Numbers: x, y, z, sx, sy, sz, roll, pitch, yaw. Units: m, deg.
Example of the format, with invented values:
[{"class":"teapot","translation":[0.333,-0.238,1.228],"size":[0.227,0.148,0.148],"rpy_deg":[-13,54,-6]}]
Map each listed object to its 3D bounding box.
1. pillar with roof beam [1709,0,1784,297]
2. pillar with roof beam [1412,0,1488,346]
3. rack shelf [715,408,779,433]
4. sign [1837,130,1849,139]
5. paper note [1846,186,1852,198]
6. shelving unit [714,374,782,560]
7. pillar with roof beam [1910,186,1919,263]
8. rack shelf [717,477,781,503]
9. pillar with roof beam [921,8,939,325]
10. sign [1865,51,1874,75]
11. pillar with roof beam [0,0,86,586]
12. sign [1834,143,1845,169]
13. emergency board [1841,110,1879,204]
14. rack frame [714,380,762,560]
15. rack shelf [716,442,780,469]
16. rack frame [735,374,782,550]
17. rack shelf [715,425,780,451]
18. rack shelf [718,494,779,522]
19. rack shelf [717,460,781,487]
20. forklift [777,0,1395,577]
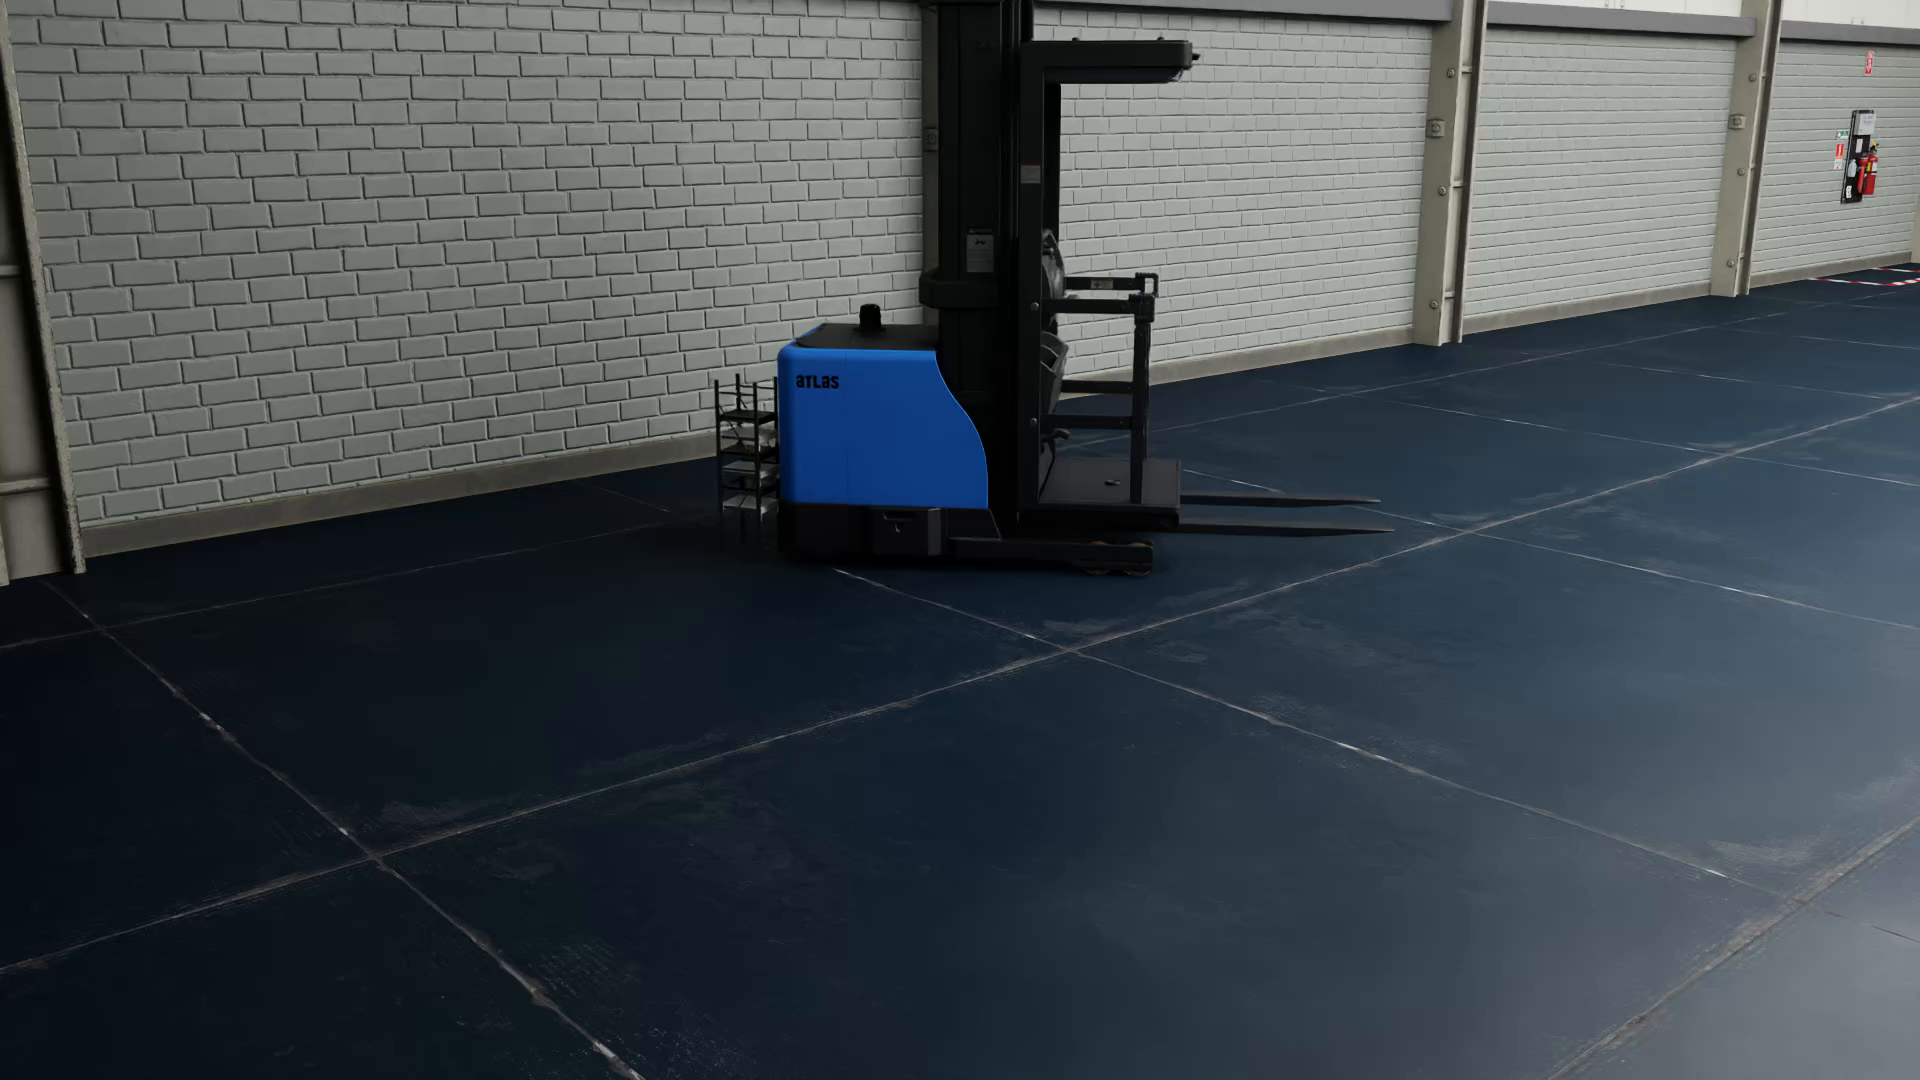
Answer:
[{"class":"pillar with roof beam","translation":[11.865,-6.399,15.269],"size":[0.400,9.000,9.100],"rpy_deg":[-13,19,-39]},{"class":"pillar with roof beam","translation":[7.338,-5.383,11.464],"size":[0.400,9.000,9.100],"rpy_deg":[-13,19,-39]},{"class":"rack shelf","translation":[-1.065,-0.599,8.331],"size":[0.258,0.077,0.200],"rpy_deg":[6,16,23]},{"class":"sign","translation":[11.200,-5.143,21.095],"size":[0.331,0.109,0.001],"rpy_deg":[-13,19,-39]},{"class":"paper note","translation":[11.497,-4.502,21.499],"size":[0.142,0.148,0.016],"rpy_deg":[-13,19,-39]},{"class":"shelving unit","translation":[-1.066,-0.371,8.392],"size":[0.258,0.900,0.210],"rpy_deg":[6,16,23]},{"class":"pillar with roof beam","translation":[16.391,-7.416,19.075],"size":[0.400,9.000,9.100],"rpy_deg":[-13,19,-39]},{"class":"rack shelf","translation":[-1.066,-0.251,8.424],"size":[0.258,0.077,0.200],"rpy_deg":[6,16,23]},{"class":"pillar with roof beam","translation":[2.812,-4.366,7.659],"size":[0.400,9.000,9.100],"rpy_deg":[-13,19,-39]},{"class":"sign","translation":[11.604,-6.082,21.215],"size":[0.199,0.298,0.001],"rpy_deg":[-13,19,-39]},{"class":"pillar with roof beam","translation":[-1.714,-3.350,3.854],"size":[0.400,9.000,9.100],"rpy_deg":[-13,19,-39]},{"class":"sign","translation":[11.191,-4.888,21.167],"size":[0.234,0.329,0.001],"rpy_deg":[-13,19,-39]},{"class":"emergency board","translation":[11.676,-4.944,21.447],"size":[0.643,1.169,0.194],"rpy_deg":[-13,19,-39]},{"class":"rack frame","translation":[-1.106,-0.346,8.302],"size":[0.240,0.900,0.006],"rpy_deg":[6,16,23]},{"class":"rack shelf","translation":[-1.066,-0.425,8.378],"size":[0.258,0.077,0.200],"rpy_deg":[6,16,23]},{"class":"rack frame","translation":[-1.025,-0.395,8.482],"size":[0.240,0.900,0.006],"rpy_deg":[6,16,23]},{"class":"rack shelf","translation":[-1.065,-0.512,8.354],"size":[0.258,0.077,0.200],"rpy_deg":[6,16,23]},{"class":"rack shelf","translation":[-1.066,-0.164,8.447],"size":[0.258,0.077,0.200],"rpy_deg":[6,16,23]},{"class":"rack shelf","translation":[-1.066,-0.338,8.401],"size":[0.258,0.077,0.200],"rpy_deg":[6,16,23]},{"class":"forklift","translation":[0.650,-1.383,8.247],"size":[3.031,2.935,1.130],"rpy_deg":[2,15,7]}]
